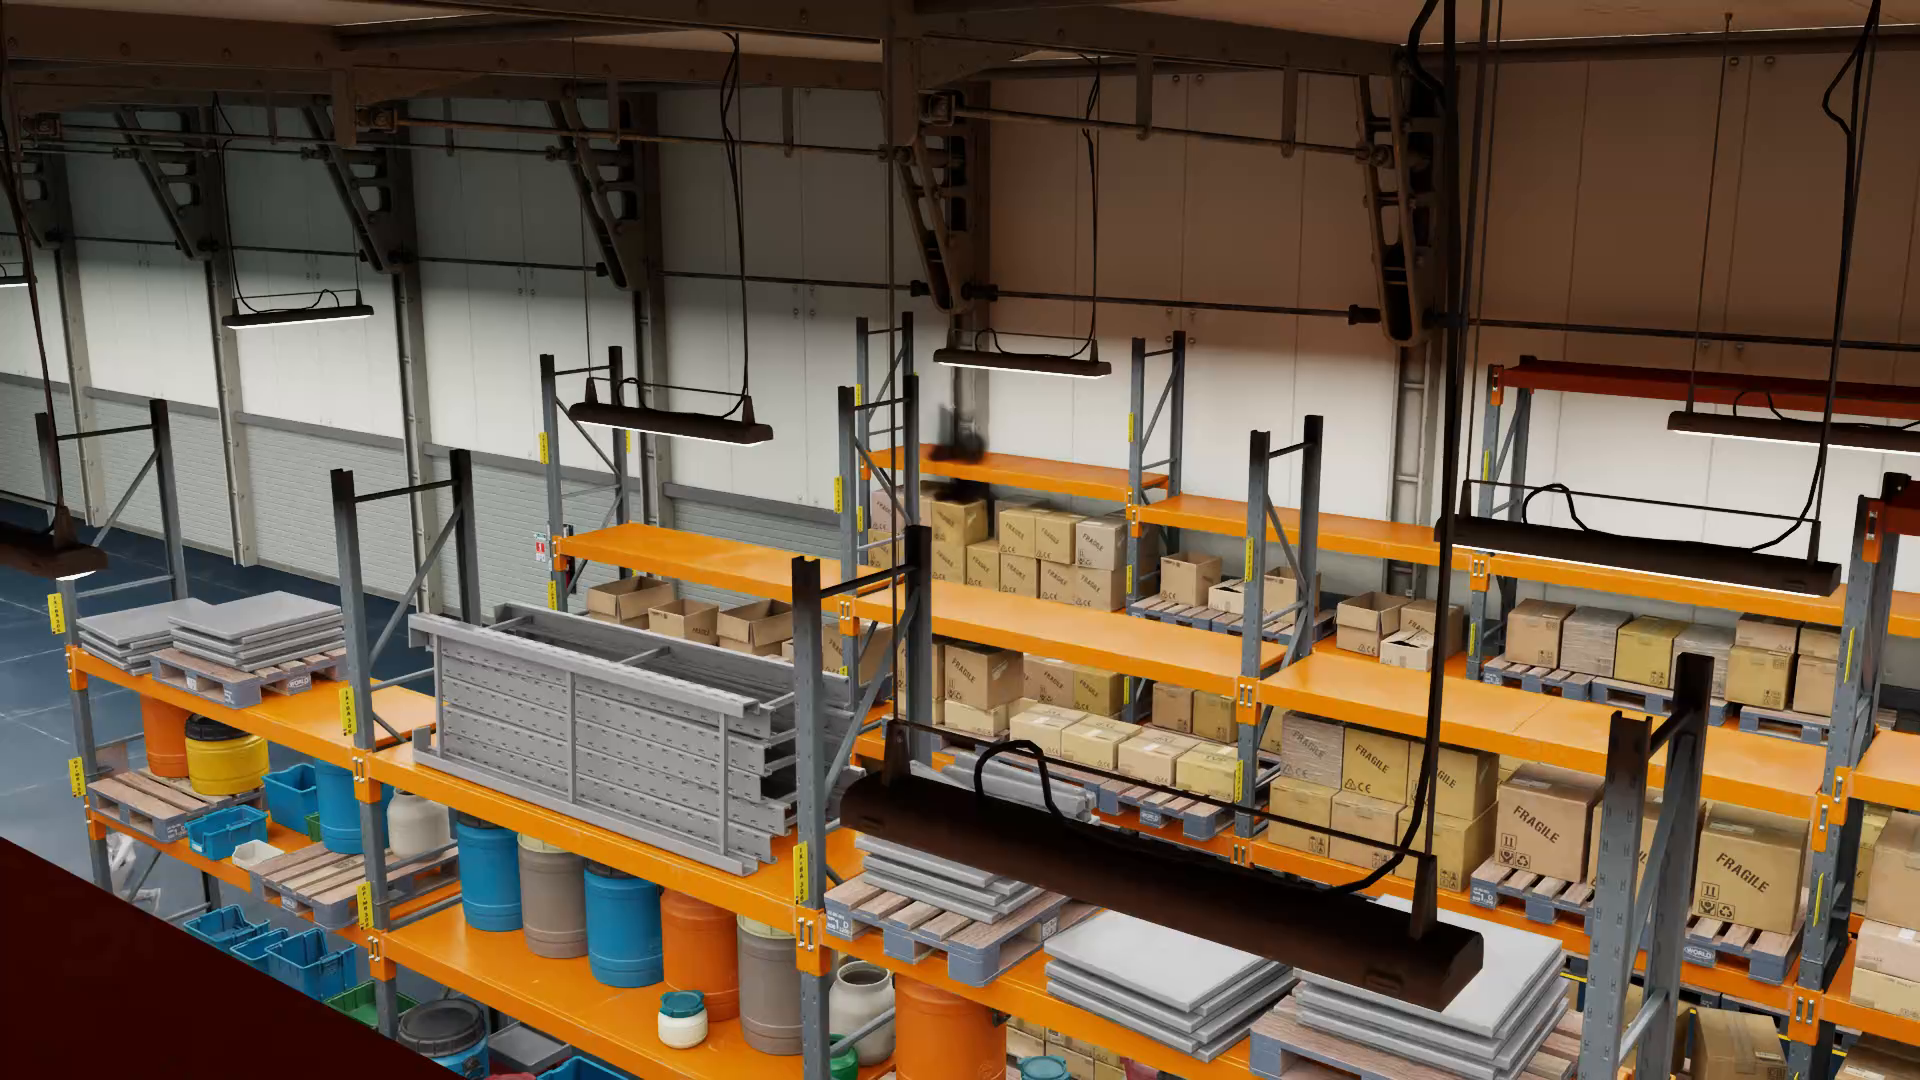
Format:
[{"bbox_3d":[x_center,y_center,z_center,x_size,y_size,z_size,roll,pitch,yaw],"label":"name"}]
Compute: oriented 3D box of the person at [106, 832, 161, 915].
[{"bbox_3d":[-8.735,3.328,17.330,0.560,1.662,0.648,-8,15,-32],"label":"person"}]
